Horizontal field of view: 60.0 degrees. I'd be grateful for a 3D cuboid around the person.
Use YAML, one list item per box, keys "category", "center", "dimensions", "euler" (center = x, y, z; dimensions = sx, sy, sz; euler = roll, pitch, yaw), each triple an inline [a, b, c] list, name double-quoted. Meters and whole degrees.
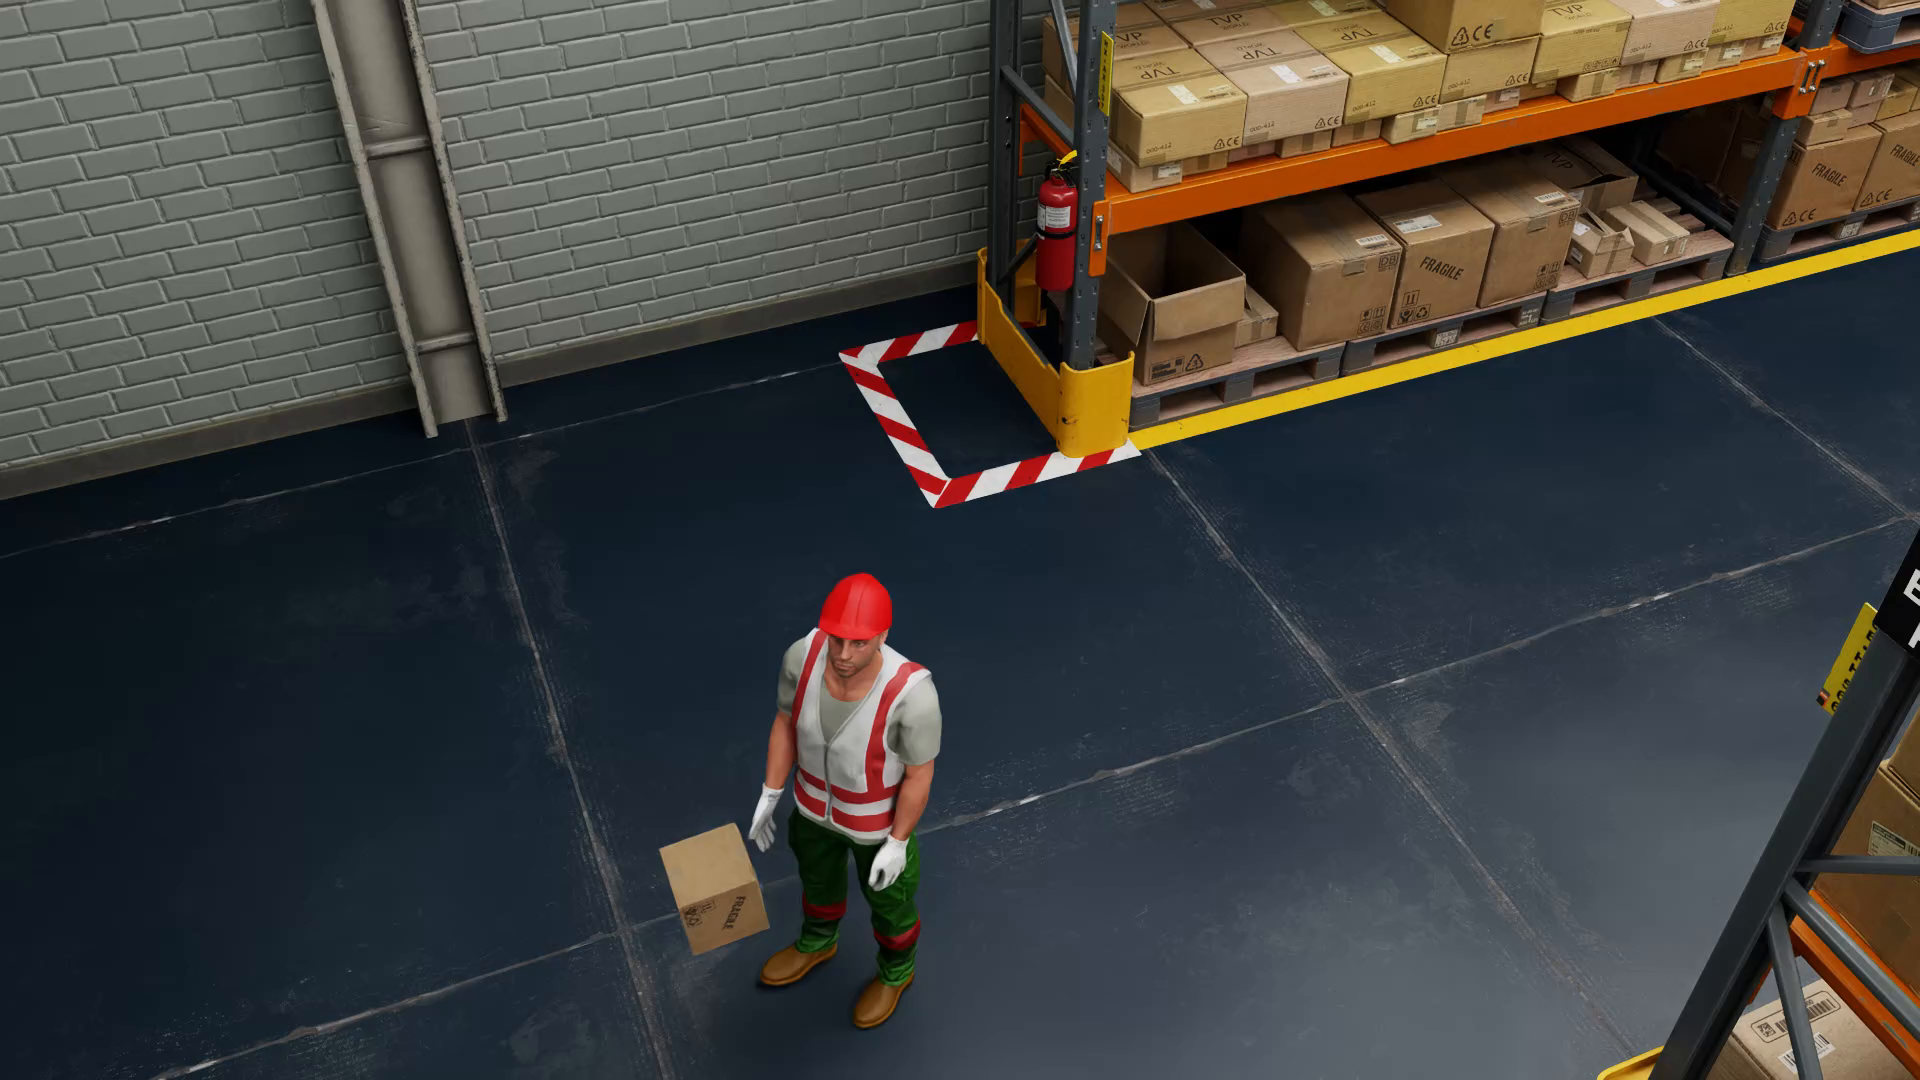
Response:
- category: "person"
  center: [-0.364, 0.844, 5.158]
  dimensions: [0.586, 1.795, 0.450]
  euler: [21, 45, 22]
